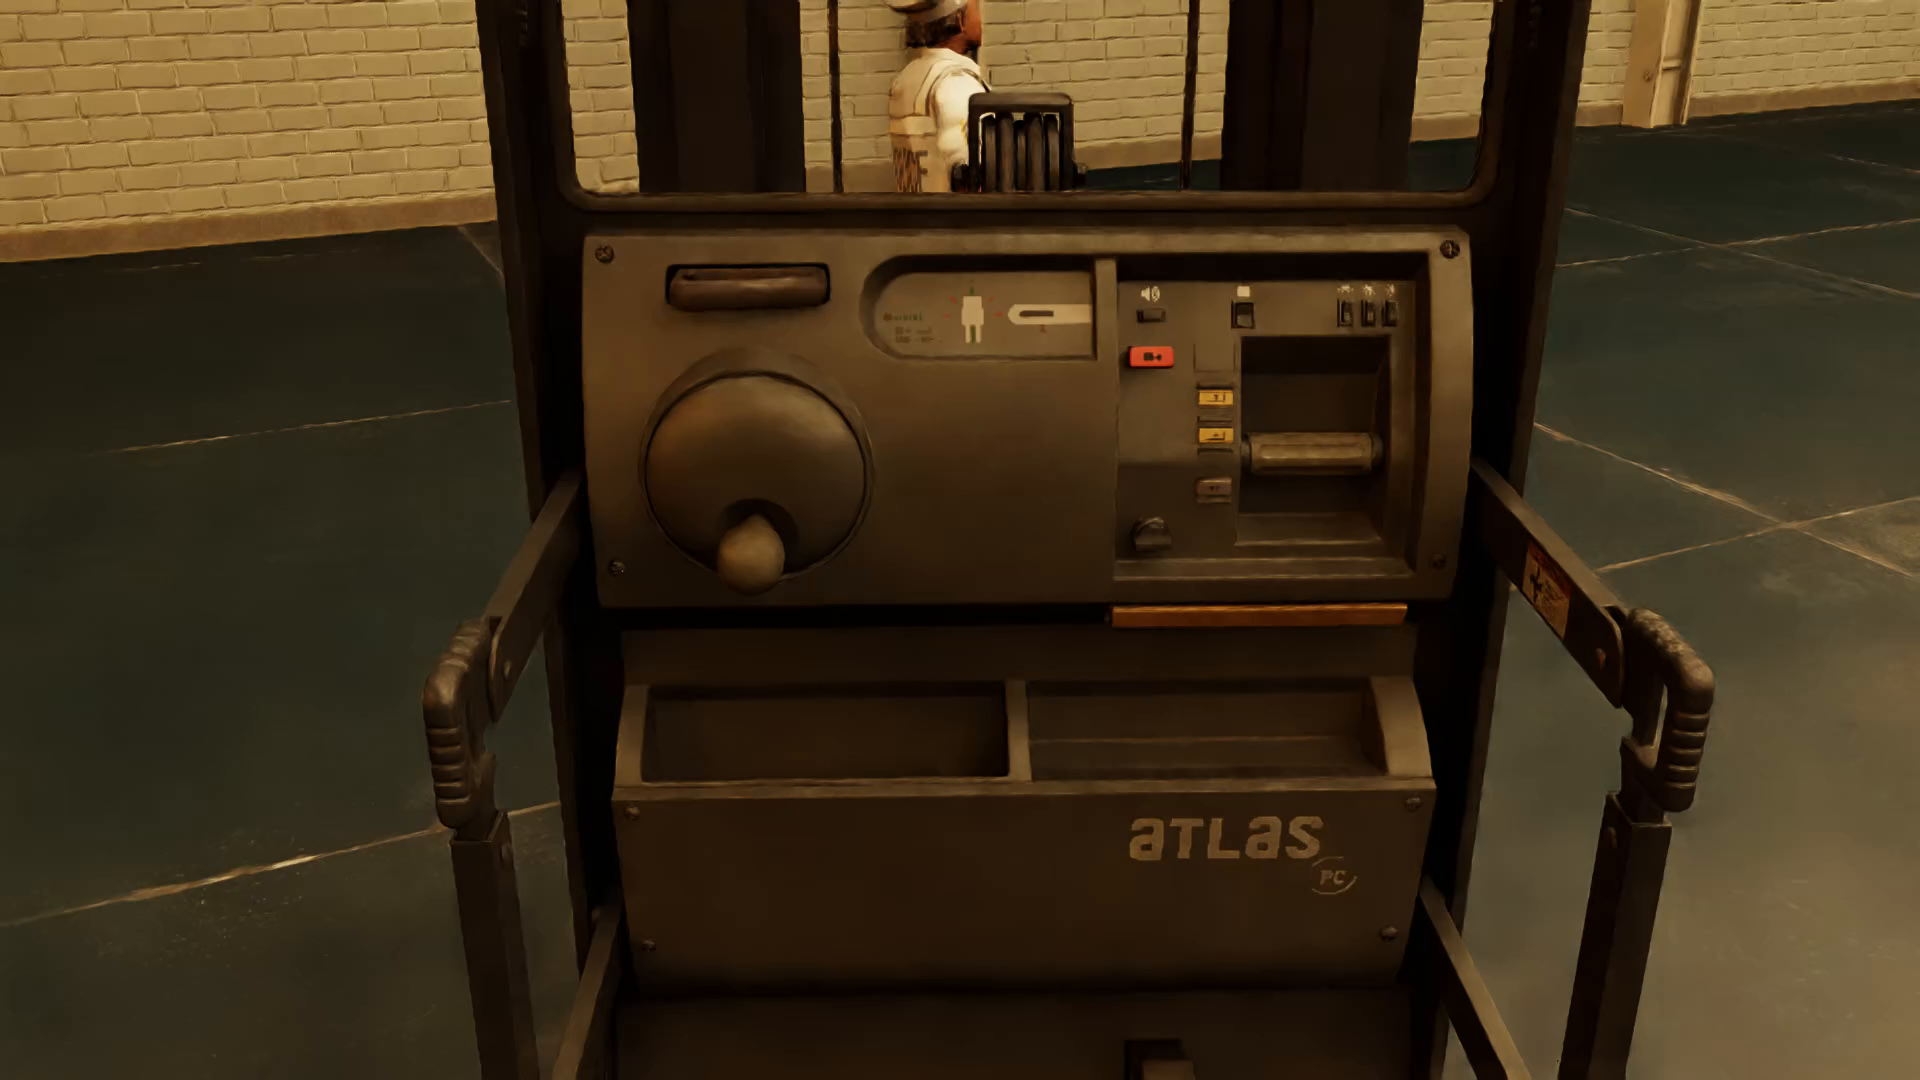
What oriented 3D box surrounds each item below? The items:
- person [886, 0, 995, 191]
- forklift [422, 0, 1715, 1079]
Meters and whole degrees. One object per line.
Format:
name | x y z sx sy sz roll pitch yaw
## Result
person | 0.076 -0.794 4.792 0.529 1.693 0.570 -10 25 -23
forklift | 0.081 -0.112 1.556 1.130 2.935 3.031 -1 23 -1
